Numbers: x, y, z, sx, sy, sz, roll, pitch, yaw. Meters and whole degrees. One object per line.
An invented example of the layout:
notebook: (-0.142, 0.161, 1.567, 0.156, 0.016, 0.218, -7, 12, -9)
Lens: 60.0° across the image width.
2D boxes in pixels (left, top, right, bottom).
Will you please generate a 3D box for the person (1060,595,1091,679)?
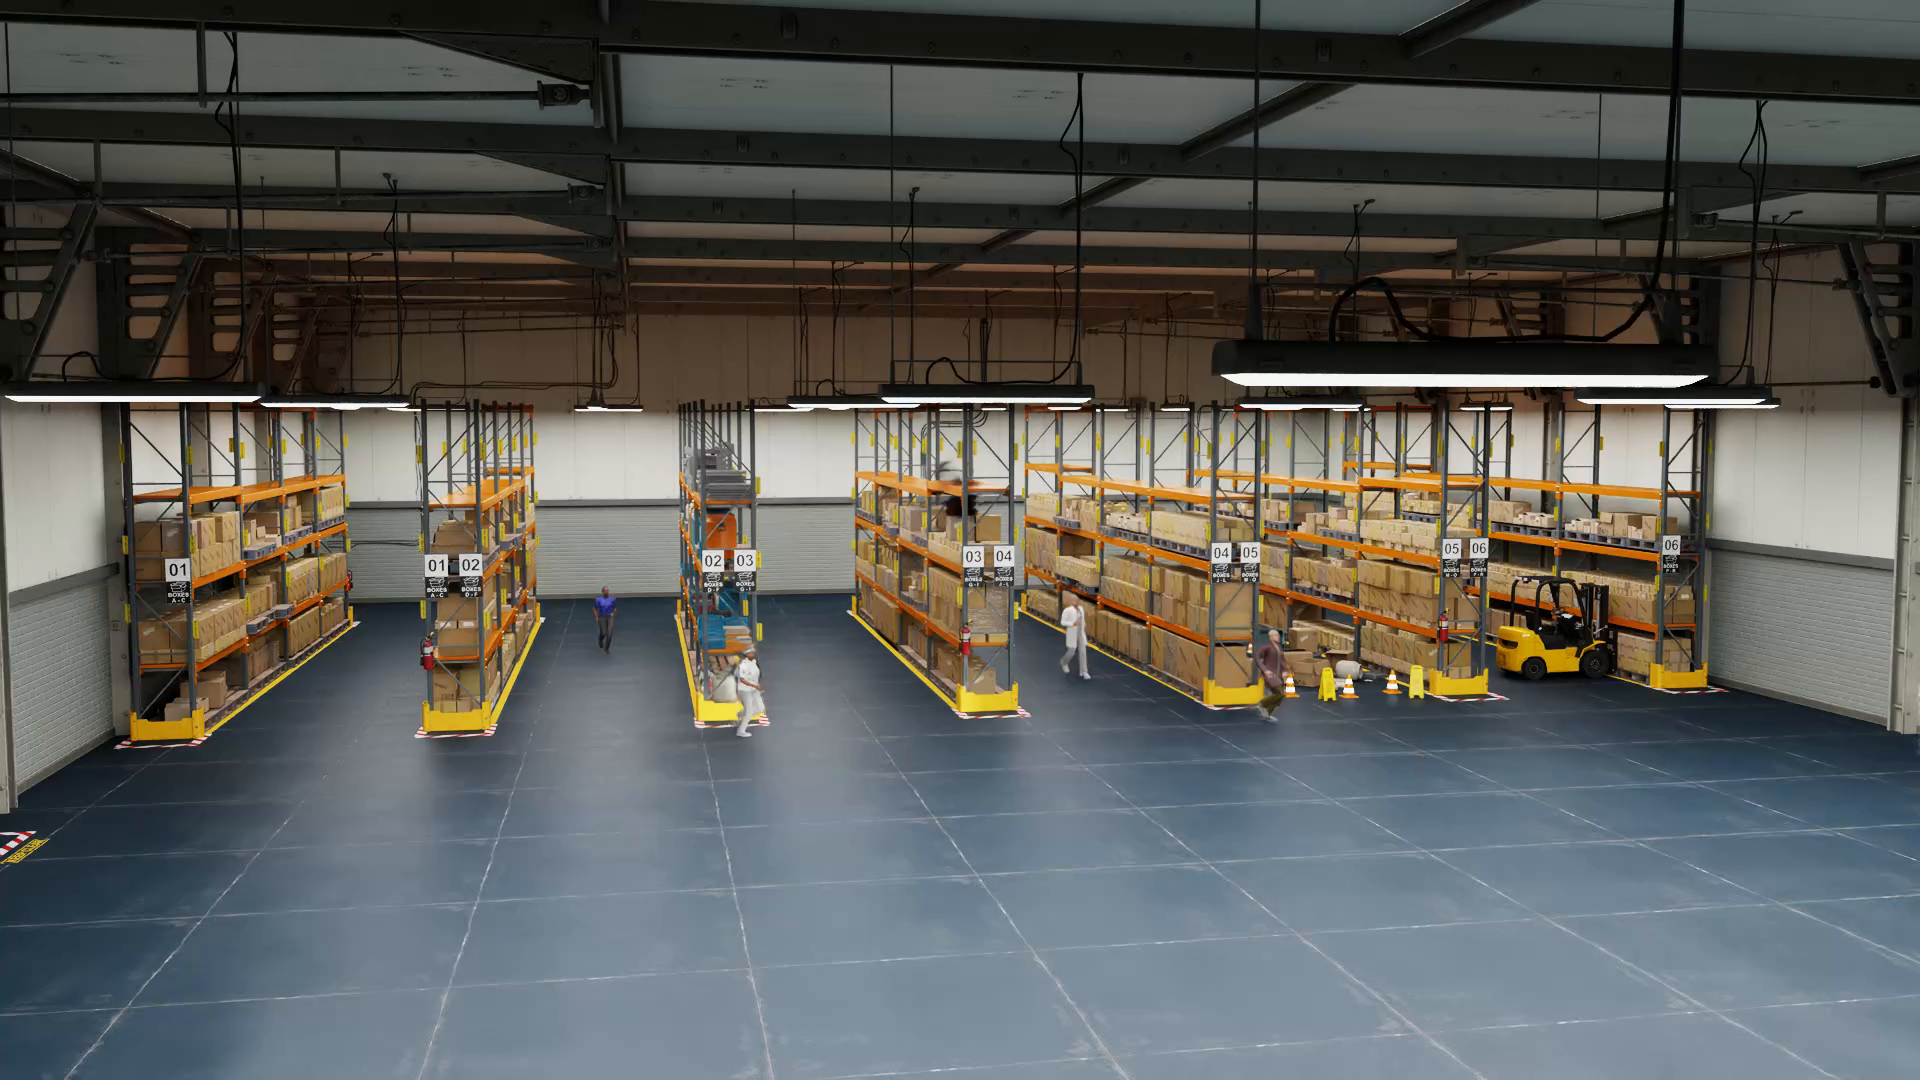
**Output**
person: (2.501, 2.086, 36.097, 0.708, 1.777, 1.050, -2, 5, -27)

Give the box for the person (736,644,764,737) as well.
person: (-3.725, 2.670, 29.622, 0.630, 1.650, 0.603, 2, 5, 24)

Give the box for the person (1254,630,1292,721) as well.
person: (5.851, 2.530, 30.979, 0.635, 1.719, 0.664, 4, 6, 41)

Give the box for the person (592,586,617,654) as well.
person: (-8.486, 1.920, 39.849, 0.575, 1.611, 0.559, -2, 5, -24)
